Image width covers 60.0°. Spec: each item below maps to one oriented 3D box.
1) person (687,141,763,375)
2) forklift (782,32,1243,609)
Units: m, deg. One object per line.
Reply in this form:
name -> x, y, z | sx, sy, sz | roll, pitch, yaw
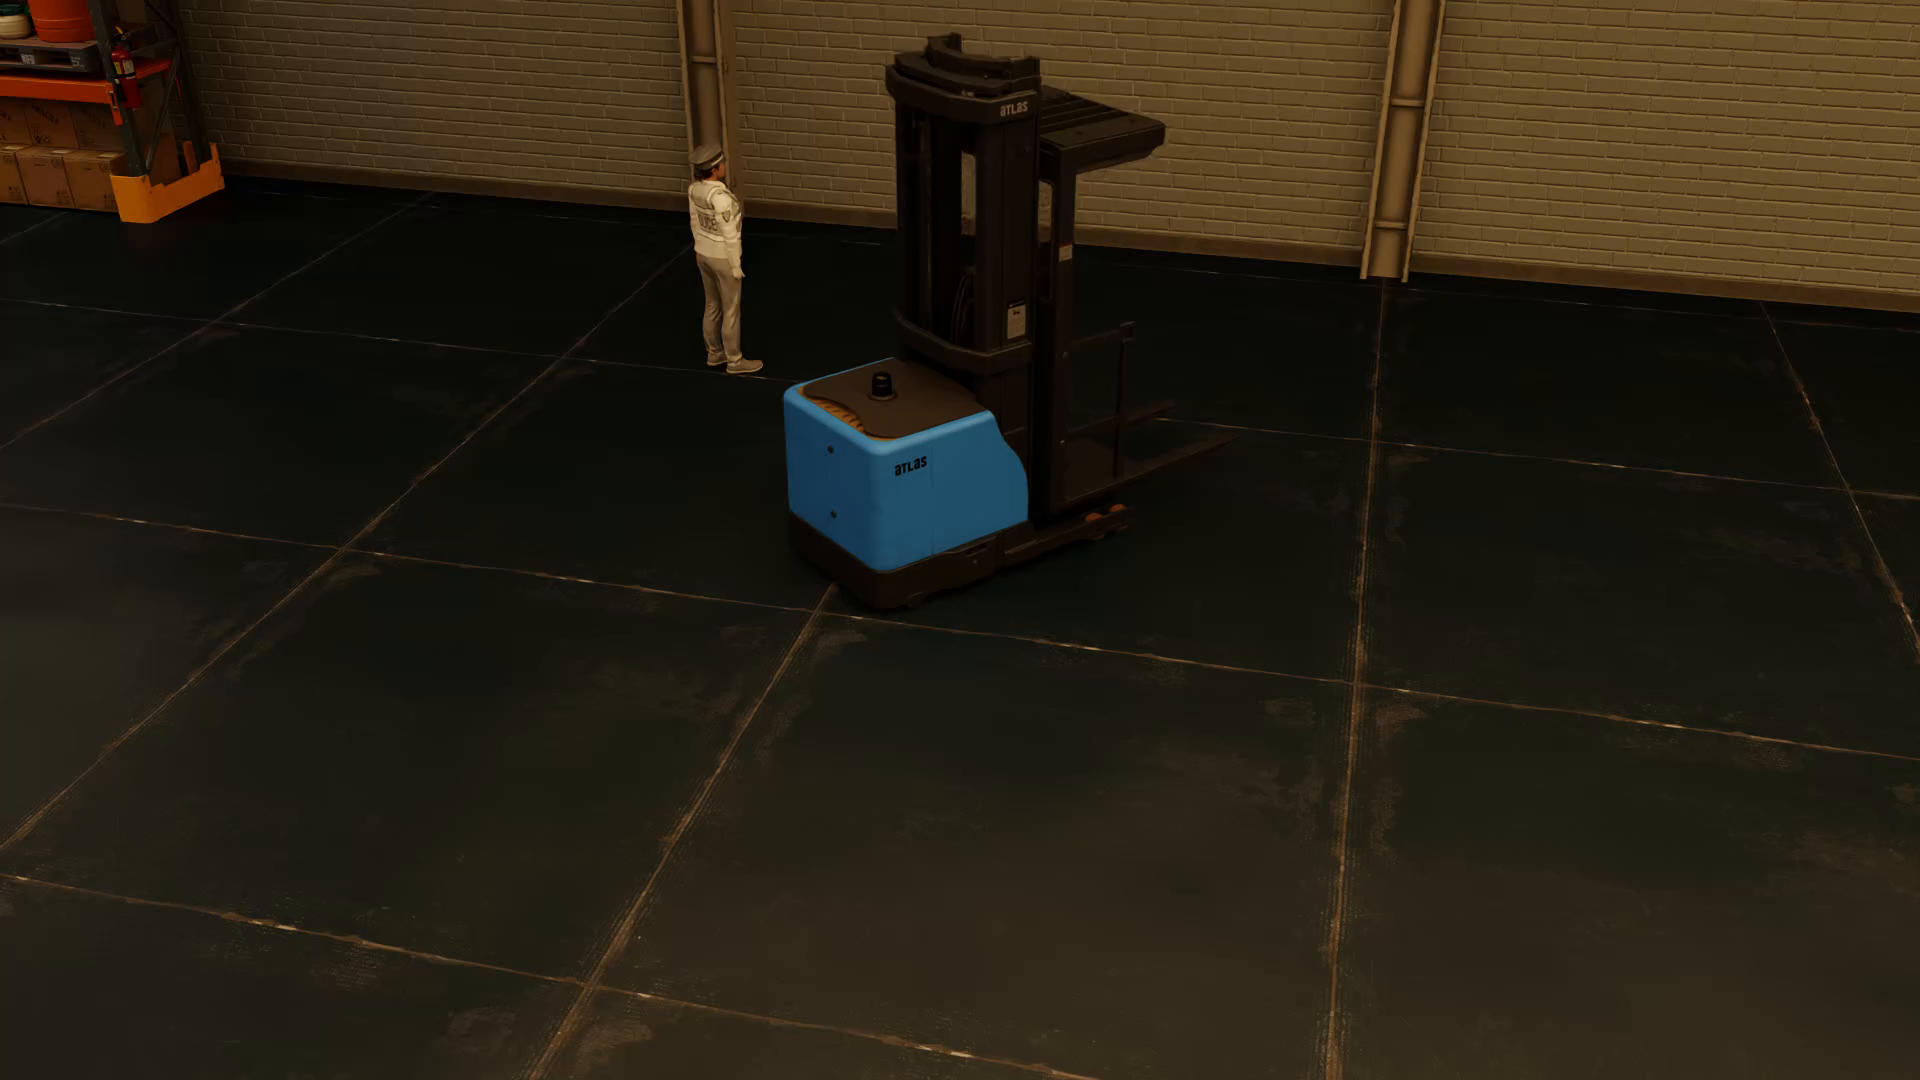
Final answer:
person -> -1.731, -2.038, 12.028 | 0.355, 1.694, 0.464 | -25, 38, -36
forklift -> 0.450, -1.459, 9.745 | 3.031, 2.935, 1.130 | -20, 35, -32
